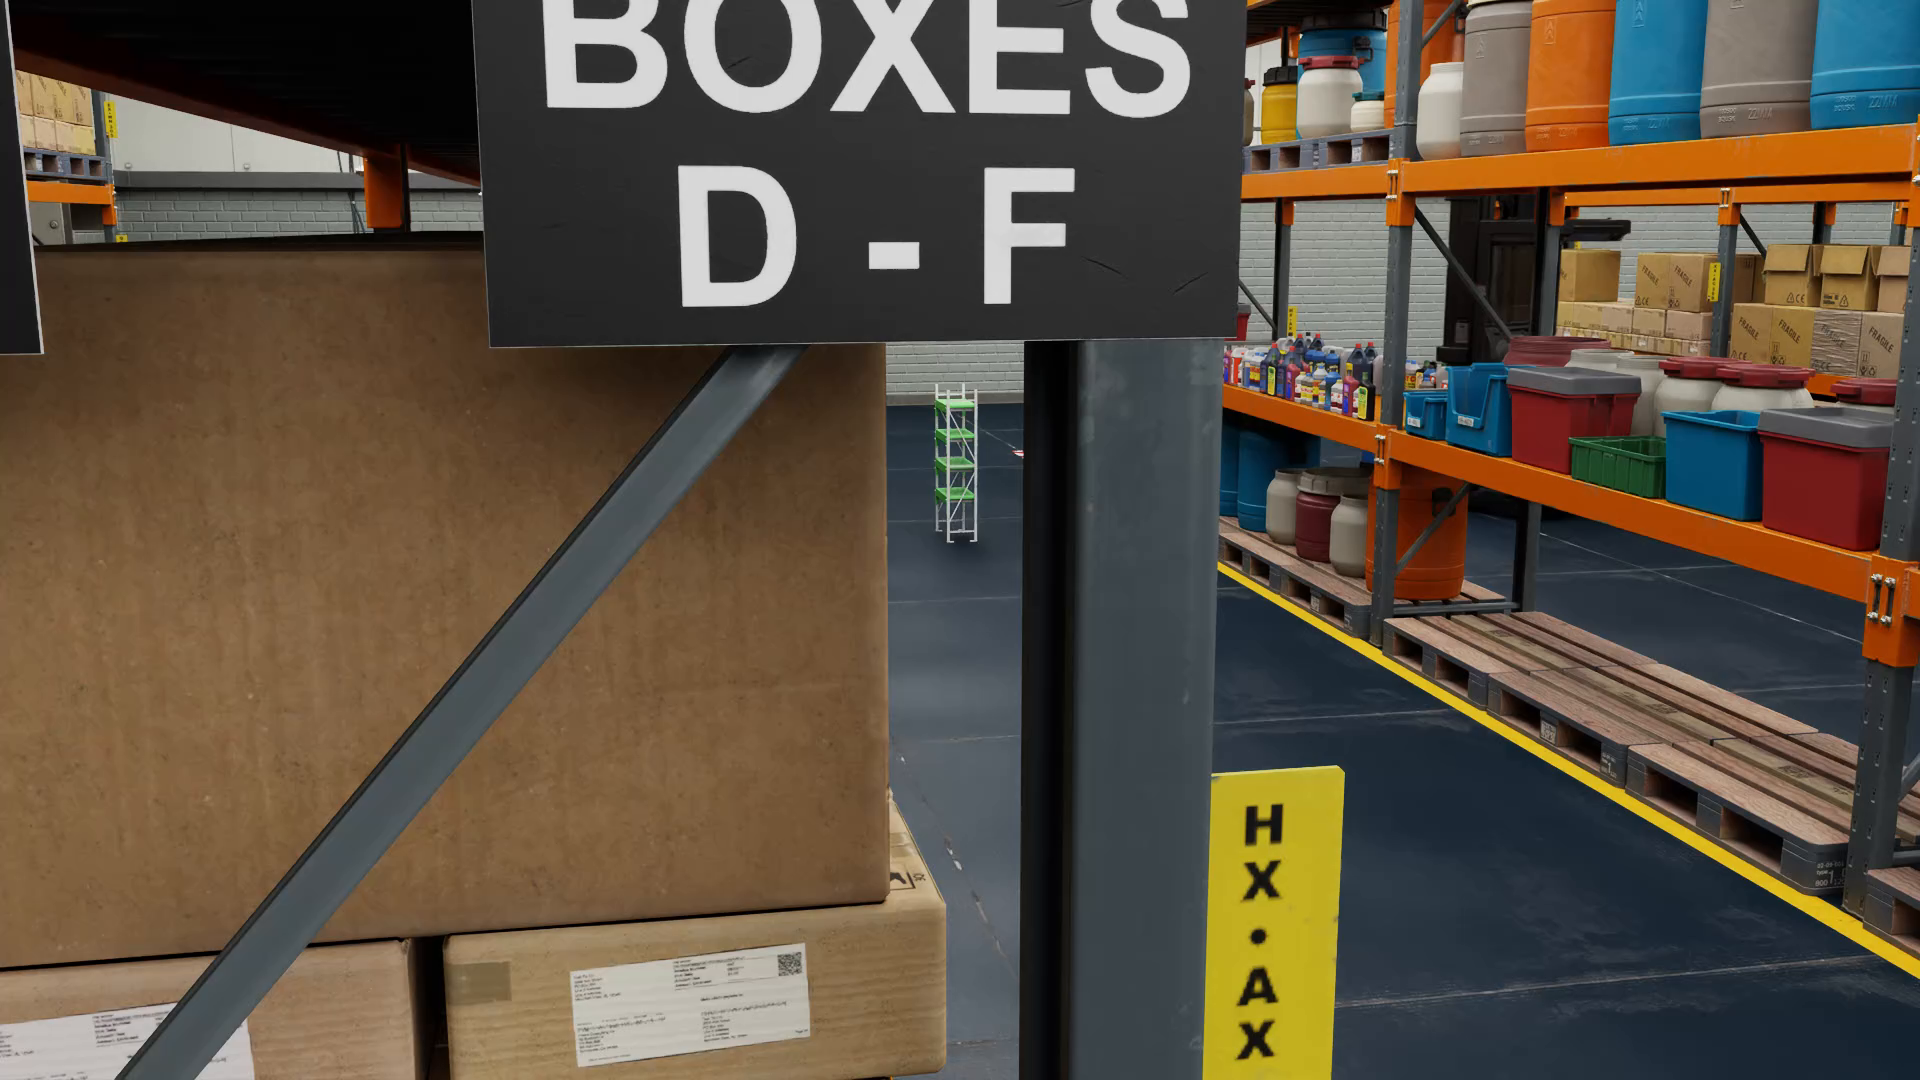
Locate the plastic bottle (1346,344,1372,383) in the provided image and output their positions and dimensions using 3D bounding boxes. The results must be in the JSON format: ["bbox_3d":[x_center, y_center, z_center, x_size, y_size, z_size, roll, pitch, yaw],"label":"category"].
[{"bbox_3d":[2.761,-1.181,11.512,0.144,0.351,0.185,-2,11,-11],"label":"plastic bottle"}]

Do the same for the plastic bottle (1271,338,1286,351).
[{"bbox_3d":[2.564,-1.473,13.245,0.152,0.276,0.135,-2,11,-11],"label":"plastic bottle"}]

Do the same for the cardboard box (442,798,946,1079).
[{"bbox_3d":[-0.221,0.338,1.394,0.380,0.149,0.250,-2,11,-11],"label":"cardboard box"}]

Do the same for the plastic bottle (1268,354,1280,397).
[{"bbox_3d":[2.167,-1.130,11.424,0.061,0.283,0.133,-2,11,-11],"label":"plastic bottle"}]

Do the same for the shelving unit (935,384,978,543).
[{"bbox_3d":[-0.032,-0.620,13.244,0.258,1.200,0.503,-2,11,-11],"label":"shelving unit"}]

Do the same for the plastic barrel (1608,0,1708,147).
[{"bbox_3d":[3.160,-2.172,7.224,0.600,0.901,0.708,-2,11,-11],"label":"plastic barrel"}]

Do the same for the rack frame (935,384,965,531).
[{"bbox_3d":[-0.080,-0.665,13.479,0.240,1.200,0.015,-2,11,-11],"label":"rack frame"}]

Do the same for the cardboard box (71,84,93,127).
[{"bbox_3d":[-7.916,-3.867,14.474,0.500,0.500,0.500,-2,11,-11],"label":"cardboard box"}]

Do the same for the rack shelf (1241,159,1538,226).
[{"bbox_3d":[2.559,-2.348,11.411,1.077,0.370,4.000,-2,11,-11],"label":"rack shelf"}]

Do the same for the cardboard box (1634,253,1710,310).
[{"bbox_3d":[6.583,-2.382,15.289,0.500,0.500,0.500,-2,11,-10],"label":"cardboard box"}]

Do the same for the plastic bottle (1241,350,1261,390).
[{"bbox_3d":[2.111,-1.222,11.928,0.152,0.276,0.135,-2,11,-11],"label":"plastic bottle"}]

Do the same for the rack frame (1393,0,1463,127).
[{"bbox_3d":[2.948,-3.808,9.136,1.000,3.000,0.127,-2,11,-11],"label":"rack frame"}]

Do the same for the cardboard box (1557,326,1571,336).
[{"bbox_3d":[6.248,-2.072,16.732,0.380,0.149,0.250,-2,11,-12],"label":"cardboard box"}]

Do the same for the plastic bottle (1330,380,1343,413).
[{"bbox_3d":[2.382,-0.904,10.454,0.097,0.201,0.097,0,11,0],"label":"plastic bottle"}]

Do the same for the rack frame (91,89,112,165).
[{"bbox_3d":[-8.326,-4.915,14.952,1.000,3.000,0.127,-2,11,-11],"label":"rack frame"}]

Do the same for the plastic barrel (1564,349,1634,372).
[{"bbox_3d":[3.357,-0.735,8.736,0.421,0.512,0.421,0,11,0],"label":"plastic barrel"}]

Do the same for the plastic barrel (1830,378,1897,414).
[{"bbox_3d":[3.755,-0.377,6.793,0.433,0.535,0.433,0,11,0],"label":"plastic barrel"}]

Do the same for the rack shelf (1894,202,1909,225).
[{"bbox_3d":[11.524,-3.423,17.062,1.077,0.370,4.000,-2,11,-11],"label":"rack shelf"}]

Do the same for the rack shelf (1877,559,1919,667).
[{"bbox_3d":[4.115,0.593,3.982,1.077,0.370,4.000,-2,11,-11],"label":"rack shelf"}]

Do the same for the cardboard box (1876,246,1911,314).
[{"bbox_3d":[7.419,-1.960,12.521,0.797,0.503,0.637,-2,11,-9],"label":"cardboard box"}]

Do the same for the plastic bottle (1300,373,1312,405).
[{"bbox_3d":[2.288,-0.993,10.923,0.097,0.201,0.097,0,11,0],"label":"plastic bottle"}]

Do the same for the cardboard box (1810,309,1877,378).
[{"bbox_3d":[7.068,-1.546,13.030,0.500,0.500,0.500,-2,11,-12],"label":"cardboard box"}]

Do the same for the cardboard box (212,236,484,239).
[{"bbox_3d":[-0.651,-0.185,2.409,0.700,0.500,0.500,-2,11,-11],"label":"cardboard box"}]

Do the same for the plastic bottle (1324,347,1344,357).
[{"bbox_3d":[2.759,-1.289,12.277,0.152,0.276,0.135,-2,11,-11],"label":"plastic bottle"}]

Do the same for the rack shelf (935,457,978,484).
[{"bbox_3d":[-0.032,-0.557,13.256,0.258,0.148,0.480,-2,11,-11],"label":"rack shelf"}]

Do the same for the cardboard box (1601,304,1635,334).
[{"bbox_3d":[6.482,-2.107,15.849,0.500,0.250,0.500,-2,11,-10],"label":"cardboard box"}]

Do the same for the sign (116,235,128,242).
[{"bbox_3d":[-7.791,-2.670,15.473,0.100,0.325,0.005,-2,11,-11],"label":"sign"}]

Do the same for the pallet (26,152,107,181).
[{"bbox_3d":[-8.171,-3.262,14.528,1.003,0.211,1.213,-2,11,-11],"label":"pallet"}]

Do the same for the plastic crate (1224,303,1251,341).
[{"bbox_3d":[2.242,-1.828,14.448,0.402,0.464,0.583,-2,11,-11],"label":"plastic crate"}]

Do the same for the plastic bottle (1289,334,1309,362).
[{"bbox_3d":[2.564,-1.374,12.527,0.144,0.351,0.185,-2,11,-11],"label":"plastic bottle"}]

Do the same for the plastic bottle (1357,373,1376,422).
[{"bbox_3d":[2.451,-0.862,10.016,0.061,0.283,0.133,-2,11,-11],"label":"plastic bottle"}]

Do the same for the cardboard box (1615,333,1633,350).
[{"bbox_3d":[6.447,-1.884,15.744,0.380,0.149,0.250,-2,11,-10],"label":"cardboard box"}]

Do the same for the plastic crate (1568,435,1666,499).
[{"bbox_3d":[3.110,-0.332,7.486,0.450,0.188,0.662,-2,11,-11],"label":"plastic crate"}]

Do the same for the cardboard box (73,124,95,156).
[{"bbox_3d":[-7.923,-3.498,14.543,0.500,0.250,0.500,-2,11,-9],"label":"cardboard box"}]

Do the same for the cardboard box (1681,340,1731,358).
[{"bbox_3d":[6.648,-1.695,14.752,0.380,0.149,0.250,-2,11,-11],"label":"cardboard box"}]

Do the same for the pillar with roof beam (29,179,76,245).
[{"bbox_3d":[-5.477,-5.535,18.211,9.100,9.000,0.400,-2,11,-11],"label":"pillar with roof beam"}]

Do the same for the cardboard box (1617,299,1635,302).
[{"bbox_3d":[6.802,-2.315,16.943,0.500,0.250,0.500,-3,11,-13],"label":"cardboard box"}]

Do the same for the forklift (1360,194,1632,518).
[{"bbox_3d":[5.003,-1.705,14.316,1.130,2.935,3.031,-8,14,-37],"label":"forklift"}]

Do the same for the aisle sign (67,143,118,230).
[{"bbox_3d":[-8.046,-3.269,15.396,0.394,0.787,0.004,-2,11,-11],"label":"aisle sign"}]

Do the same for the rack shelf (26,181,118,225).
[{"bbox_3d":[-7.937,-2.721,13.372,1.077,0.370,4.000,-2,11,-11],"label":"rack shelf"}]

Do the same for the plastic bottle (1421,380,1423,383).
[{"bbox_3d":[3.069,-0.986,10.885,0.097,0.201,0.097,0,11,0],"label":"plastic bottle"}]

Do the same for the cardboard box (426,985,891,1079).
[{"bbox_3d":[-0.434,0.651,1.488,0.700,0.500,0.500,-2,11,-11],"label":"cardboard box"}]

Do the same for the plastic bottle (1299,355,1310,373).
[{"bbox_3d":[2.334,-1.111,11.323,0.061,0.283,0.133,-2,11,-11],"label":"plastic bottle"}]

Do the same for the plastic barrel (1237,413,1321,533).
[{"bbox_3d":[2.397,-0.540,12.498,0.600,0.901,0.708,-2,11,-11],"label":"plastic barrel"}]

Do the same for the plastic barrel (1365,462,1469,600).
[{"bbox_3d":[2.836,-0.090,10.328,0.600,0.830,0.708,-2,11,-11],"label":"plastic barrel"}]

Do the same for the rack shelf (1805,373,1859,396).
[{"bbox_3d":[7.417,-1.054,12.637,1.077,0.370,4.000,-2,11,-11],"label":"rack shelf"}]

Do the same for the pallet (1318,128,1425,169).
[{"bbox_3d":[2.895,-2.385,10.190,1.003,0.211,1.213,-2,11,-11],"label":"pallet"}]

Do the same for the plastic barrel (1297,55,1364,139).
[{"bbox_3d":[2.455,-2.927,11.044,0.433,0.535,0.433,0,11,0],"label":"plastic barrel"}]

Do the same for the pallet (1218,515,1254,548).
[{"bbox_3d":[2.279,-0.082,13.060,1.003,0.211,1.213,-2,11,-11],"label":"pallet"}]
